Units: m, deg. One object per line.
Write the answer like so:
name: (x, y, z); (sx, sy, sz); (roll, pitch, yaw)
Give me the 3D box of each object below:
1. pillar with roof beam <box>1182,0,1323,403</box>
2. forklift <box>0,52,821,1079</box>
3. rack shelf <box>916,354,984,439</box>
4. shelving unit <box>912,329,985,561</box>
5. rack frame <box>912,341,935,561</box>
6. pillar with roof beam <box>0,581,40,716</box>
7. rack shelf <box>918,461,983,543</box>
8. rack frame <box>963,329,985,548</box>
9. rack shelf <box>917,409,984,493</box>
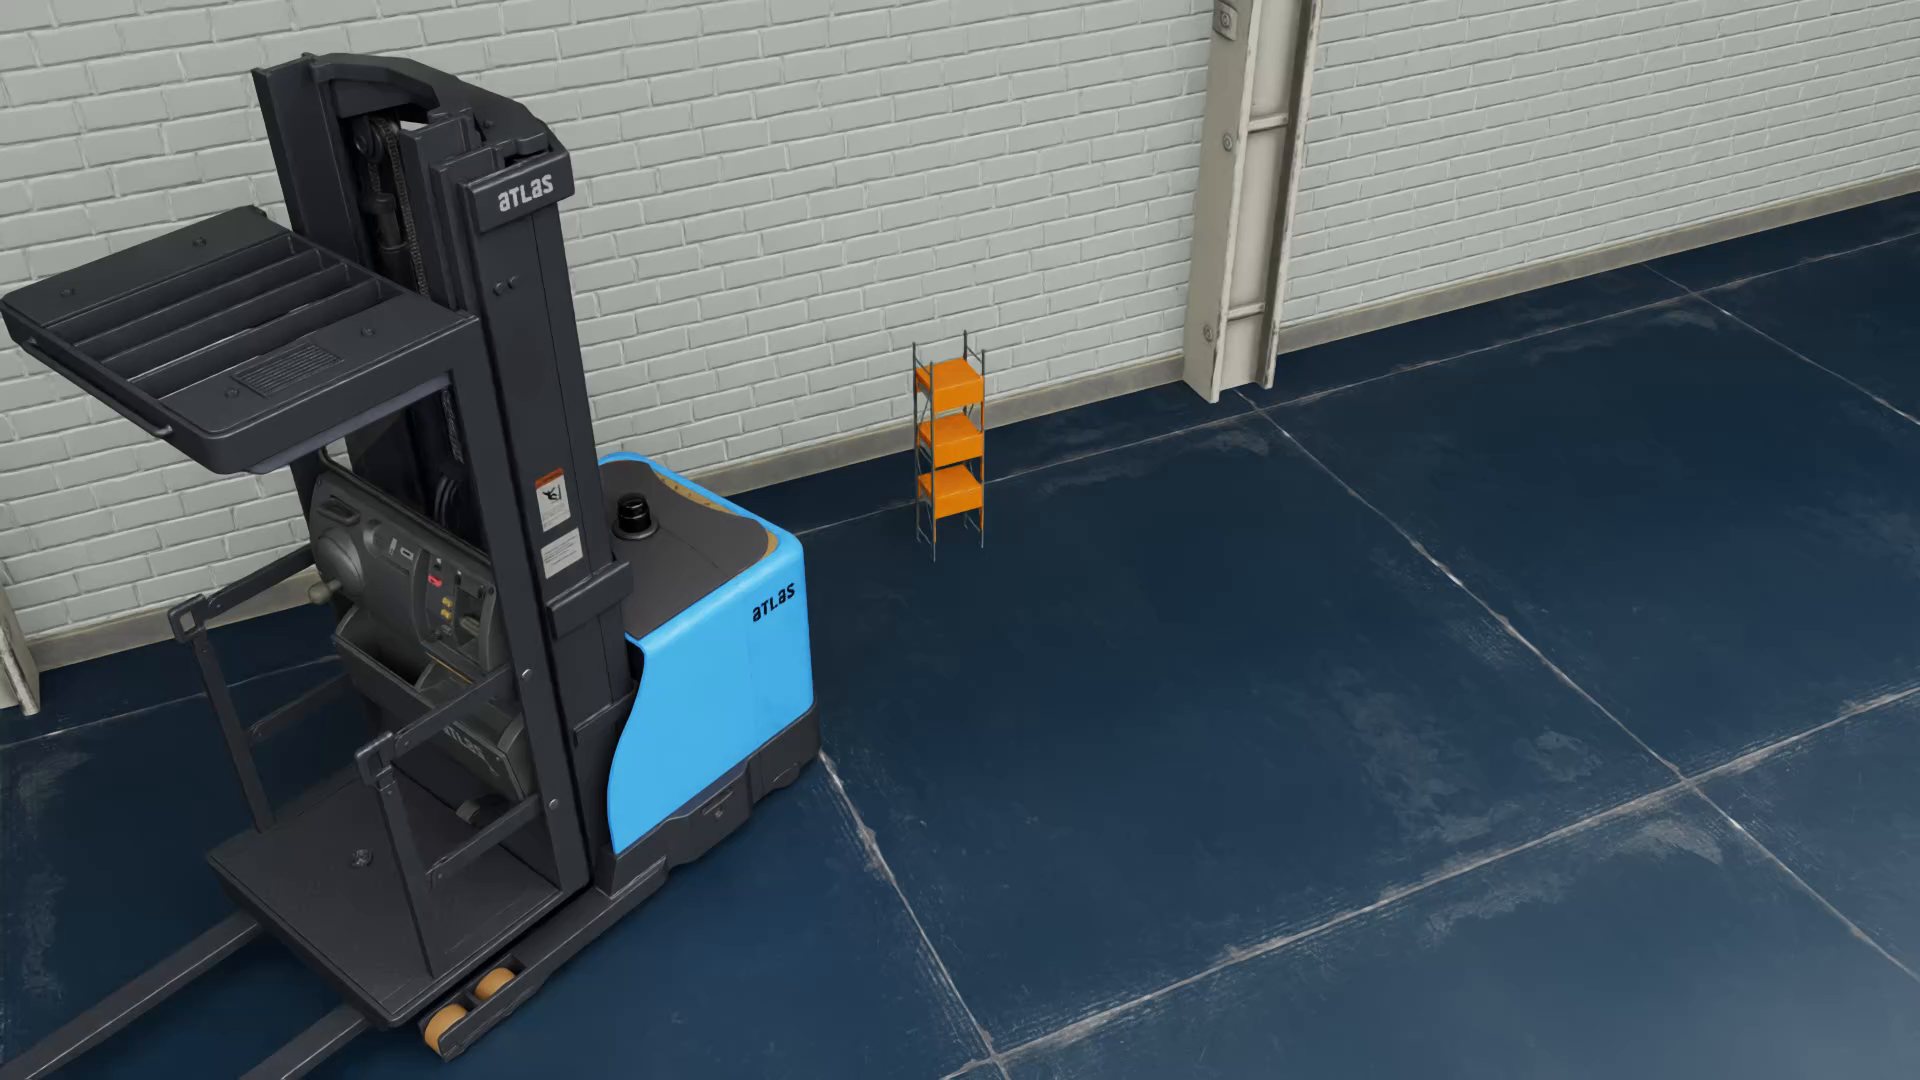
pillar with roof beam: (3.253, -2.140, 3.081); (0.400, 9.000, 9.100); (-16, 39, -20)
forklift: (-1.872, 0.178, 5.050); (1.130, 2.935, 3.031); (26, 44, 31)
rack shelf: (-0.048, -0.628, 7.256); (0.240, 0.259, 0.215); (-16, 39, -20)
shelving unit: (-0.048, -0.408, 7.419); (0.252, 1.050, 0.215); (-16, 39, -20)
rack frame: (-0.159, -0.377, 7.377); (0.008, 1.050, 0.200); (-16, 39, -20)
pillar with roof beam: (-2.179, -0.621, 1.033); (0.400, 9.000, 9.100); (-16, 39, -20)
rack shelf: (-0.048, -0.176, 7.591); (0.240, 0.259, 0.215); (-16, 39, -20)
rack frame: (0.062, -0.439, 7.461); (0.008, 1.050, 0.200); (-16, 39, -20)
rack shelf: (-0.048, -0.400, 7.425); (0.240, 0.259, 0.215); (-16, 39, -20)
